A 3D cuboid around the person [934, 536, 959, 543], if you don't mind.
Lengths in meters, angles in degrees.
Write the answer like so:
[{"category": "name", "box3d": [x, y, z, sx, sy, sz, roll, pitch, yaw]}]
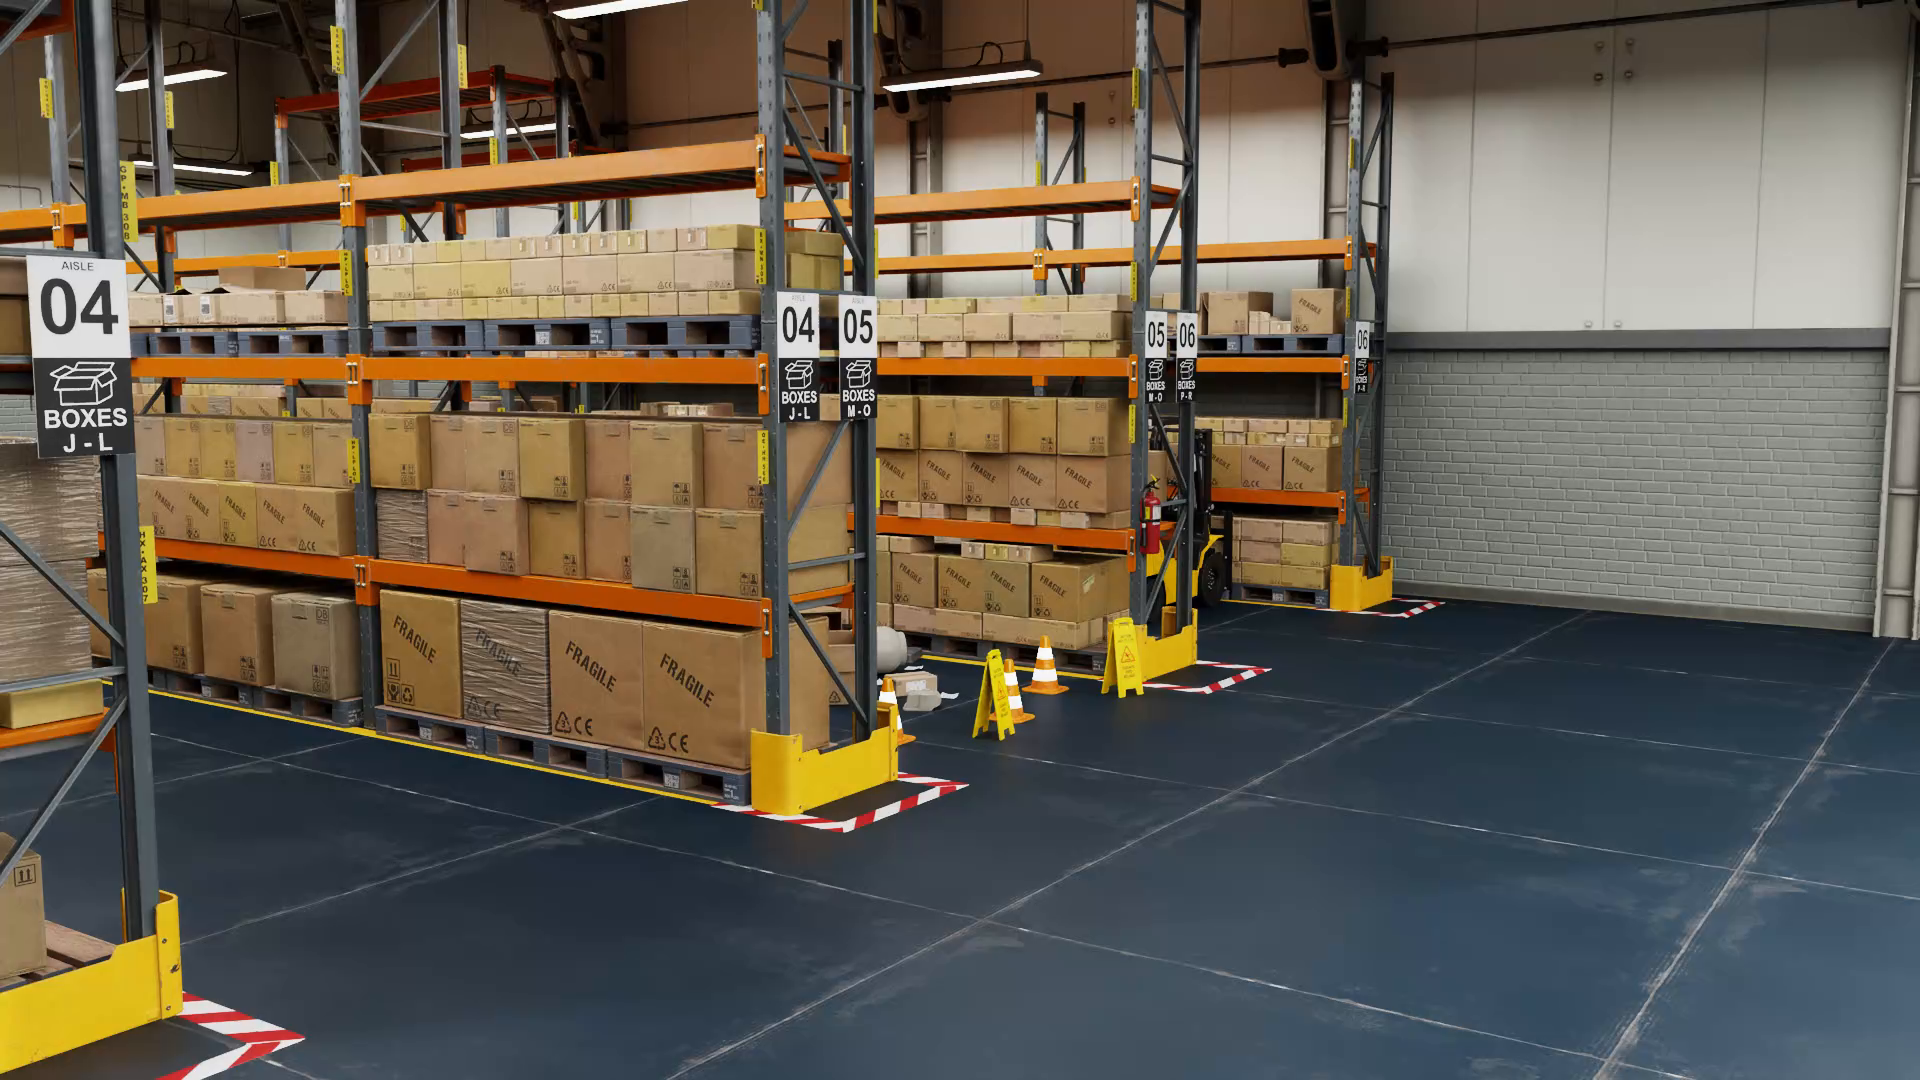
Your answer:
[{"category": "person", "box3d": [-0.431, 0.158, 19.314, 0.870, 1.085, 0.551, 4, 7, 33]}]
